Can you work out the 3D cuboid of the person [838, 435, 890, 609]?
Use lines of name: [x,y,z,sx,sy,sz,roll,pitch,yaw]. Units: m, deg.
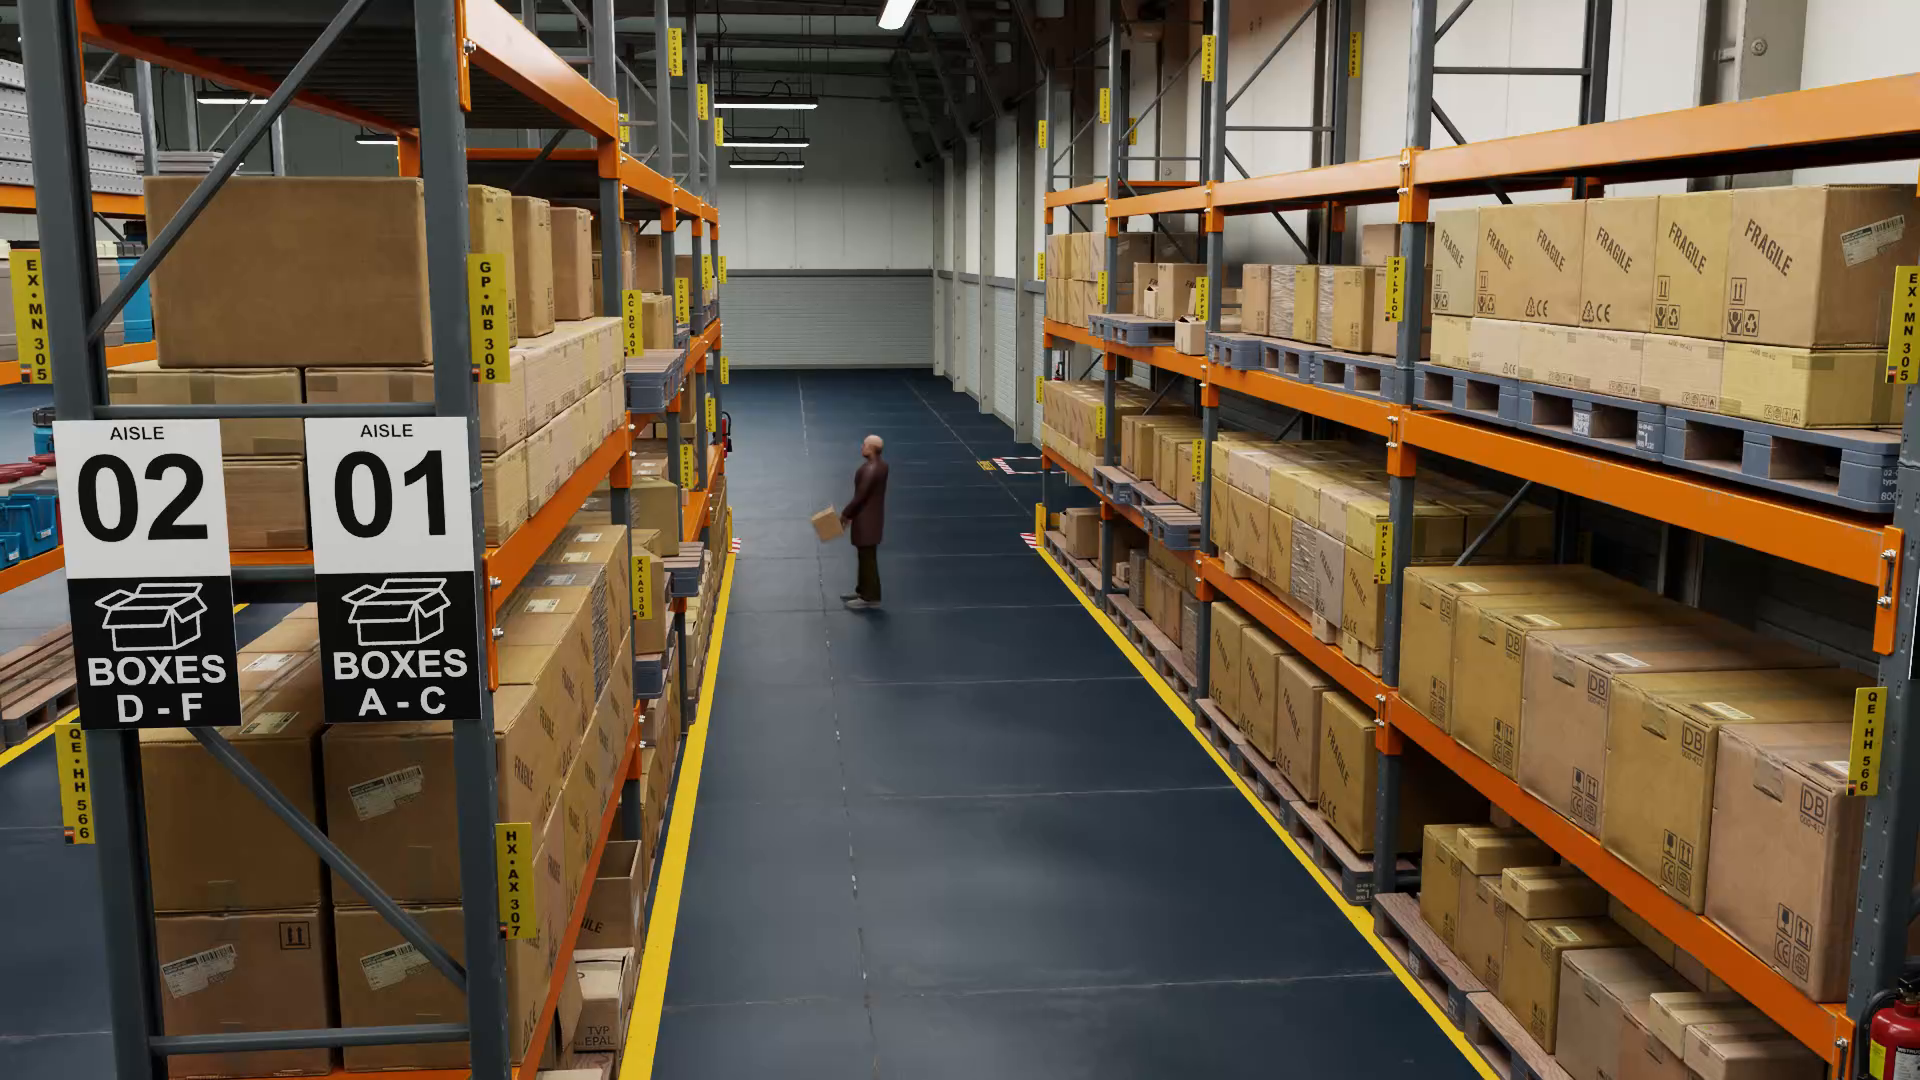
person: [-1.029,-0.194,17.026,0.558,1.778,0.570,2,10,14]
